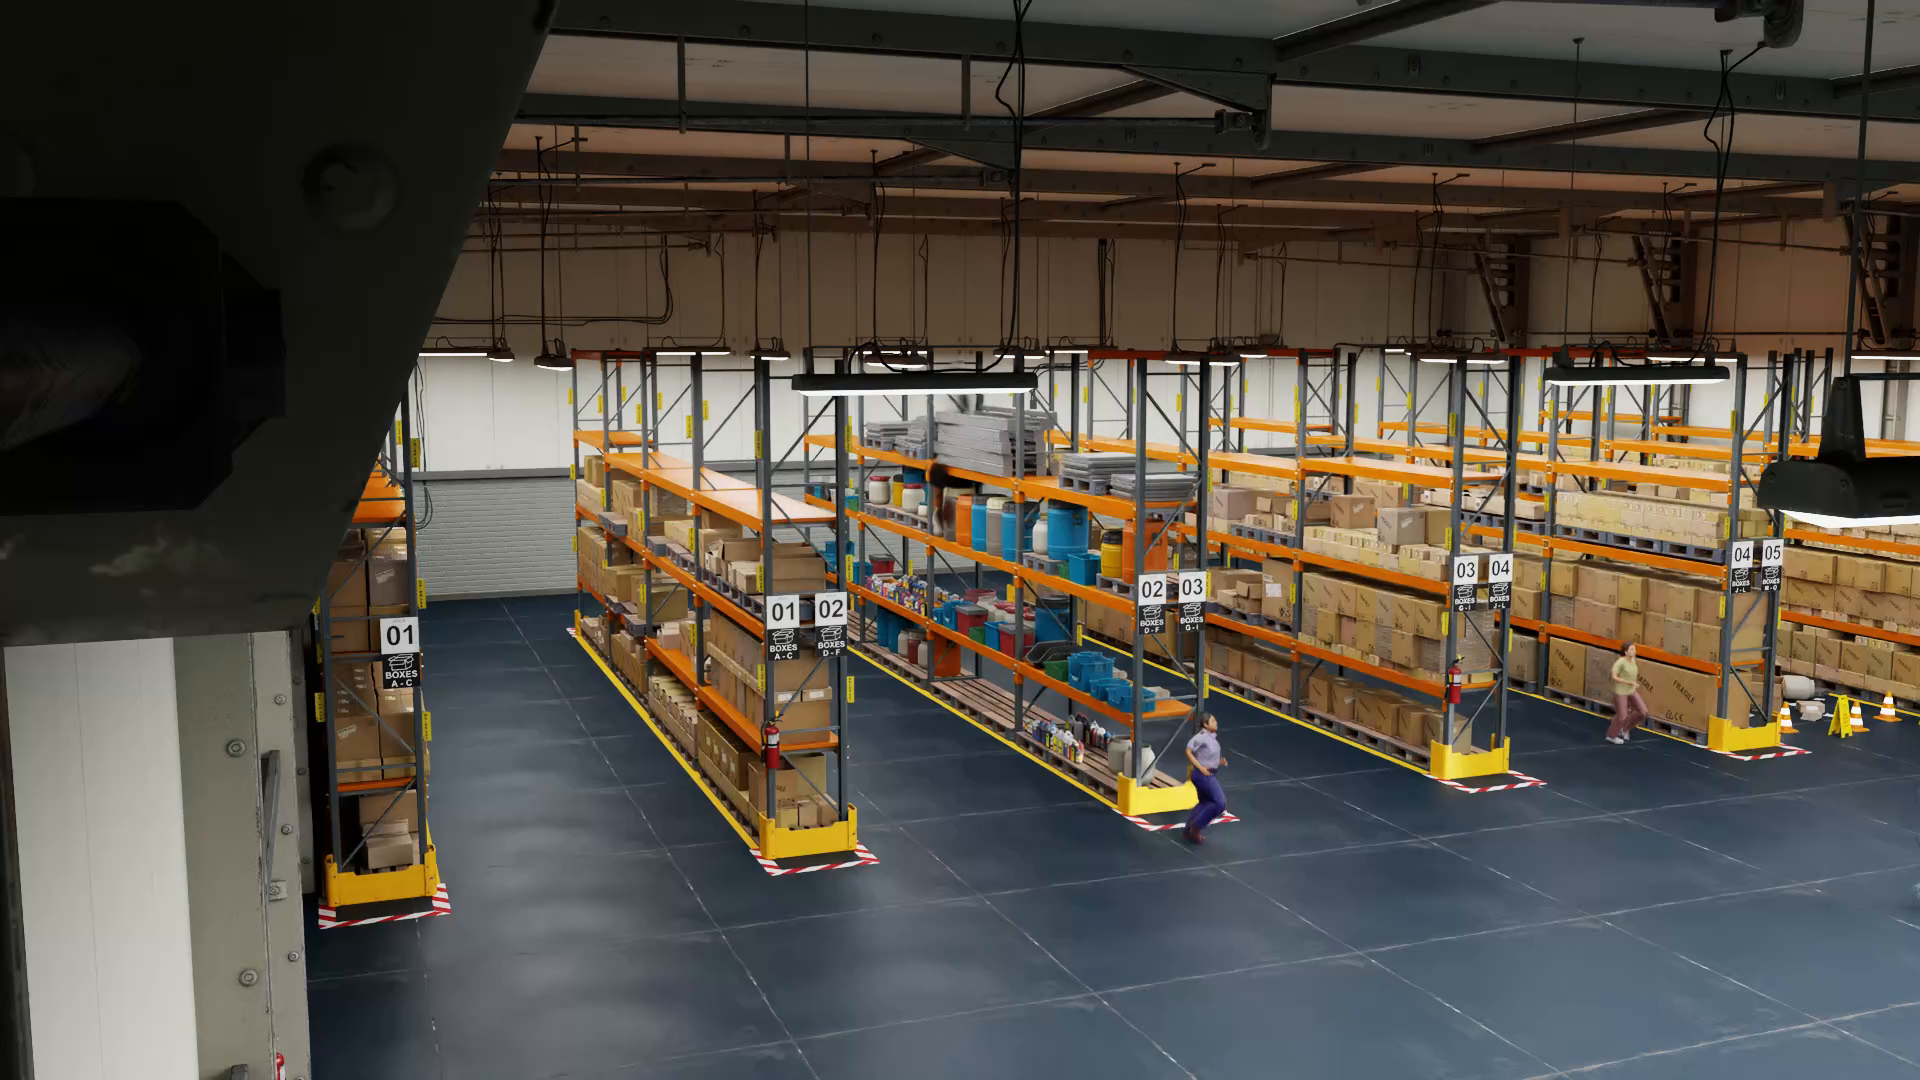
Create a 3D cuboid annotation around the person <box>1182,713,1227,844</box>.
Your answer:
[{"bbox_3d":[3.074,2.956,20.742,0.567,1.612,0.634,2,8,19],"label":"person"}]

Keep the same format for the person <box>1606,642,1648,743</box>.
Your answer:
[{"bbox_3d":[10.235,2.361,25.552,0.598,1.598,0.639,-4,8,-27],"label":"person"}]
